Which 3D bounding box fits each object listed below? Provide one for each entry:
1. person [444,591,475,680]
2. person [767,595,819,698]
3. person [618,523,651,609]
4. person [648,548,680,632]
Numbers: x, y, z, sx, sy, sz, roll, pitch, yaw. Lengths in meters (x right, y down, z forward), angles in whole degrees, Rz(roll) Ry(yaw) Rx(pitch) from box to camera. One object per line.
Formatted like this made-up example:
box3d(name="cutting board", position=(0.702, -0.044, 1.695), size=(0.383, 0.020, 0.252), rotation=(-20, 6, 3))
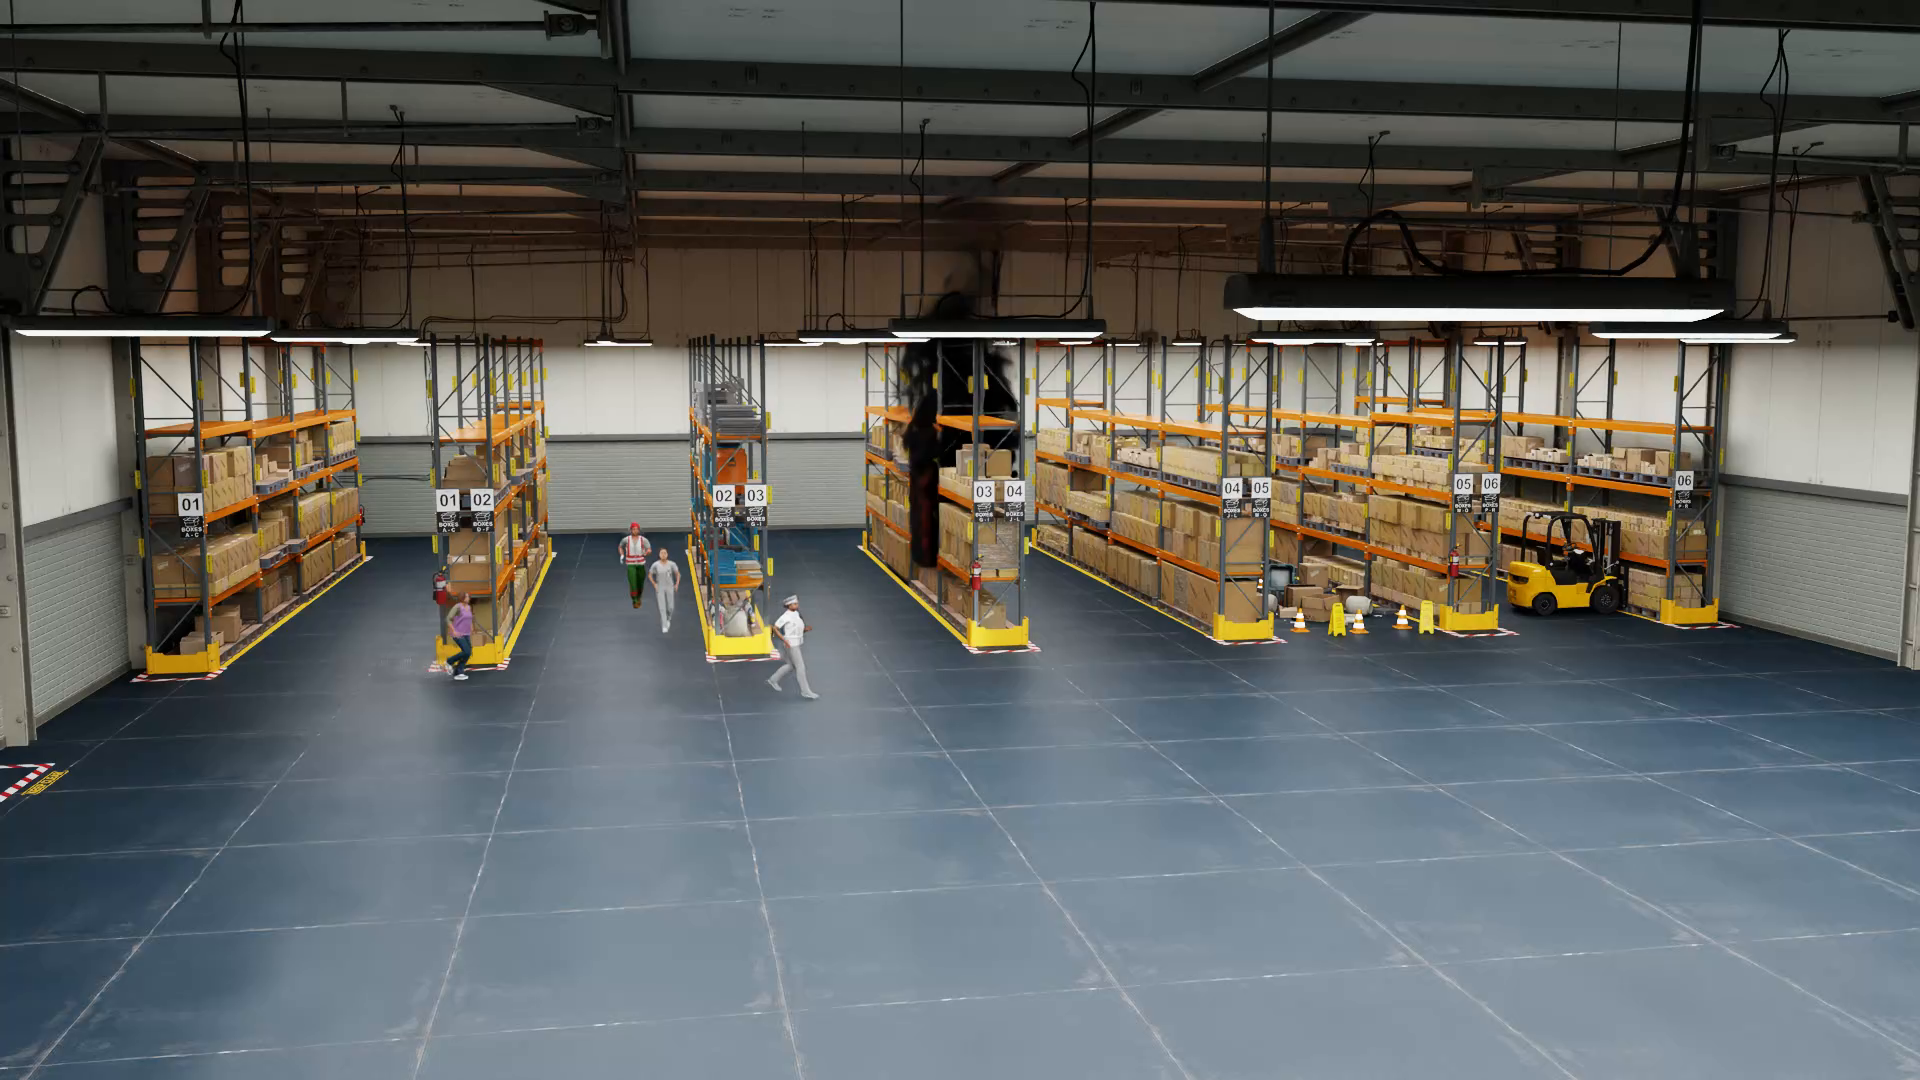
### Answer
box3d(name="person", position=(-8.693, 1.650, 28.911), size=(0.511, 1.547, 0.551), rotation=(1, 7, 13))
box3d(name="person", position=(-2.761, 1.734, 27.338), size=(0.941, 1.684, 0.574), rotation=(2, 7, 14))
box3d(name="person", position=(-6.829, 0.535, 35.029), size=(0.667, 1.798, 0.897), rotation=(-2, 7, -17))
box3d(name="person", position=(-5.698, 0.951, 32.042), size=(0.609, 1.633, 0.536), rotation=(-2, 7, -14))
